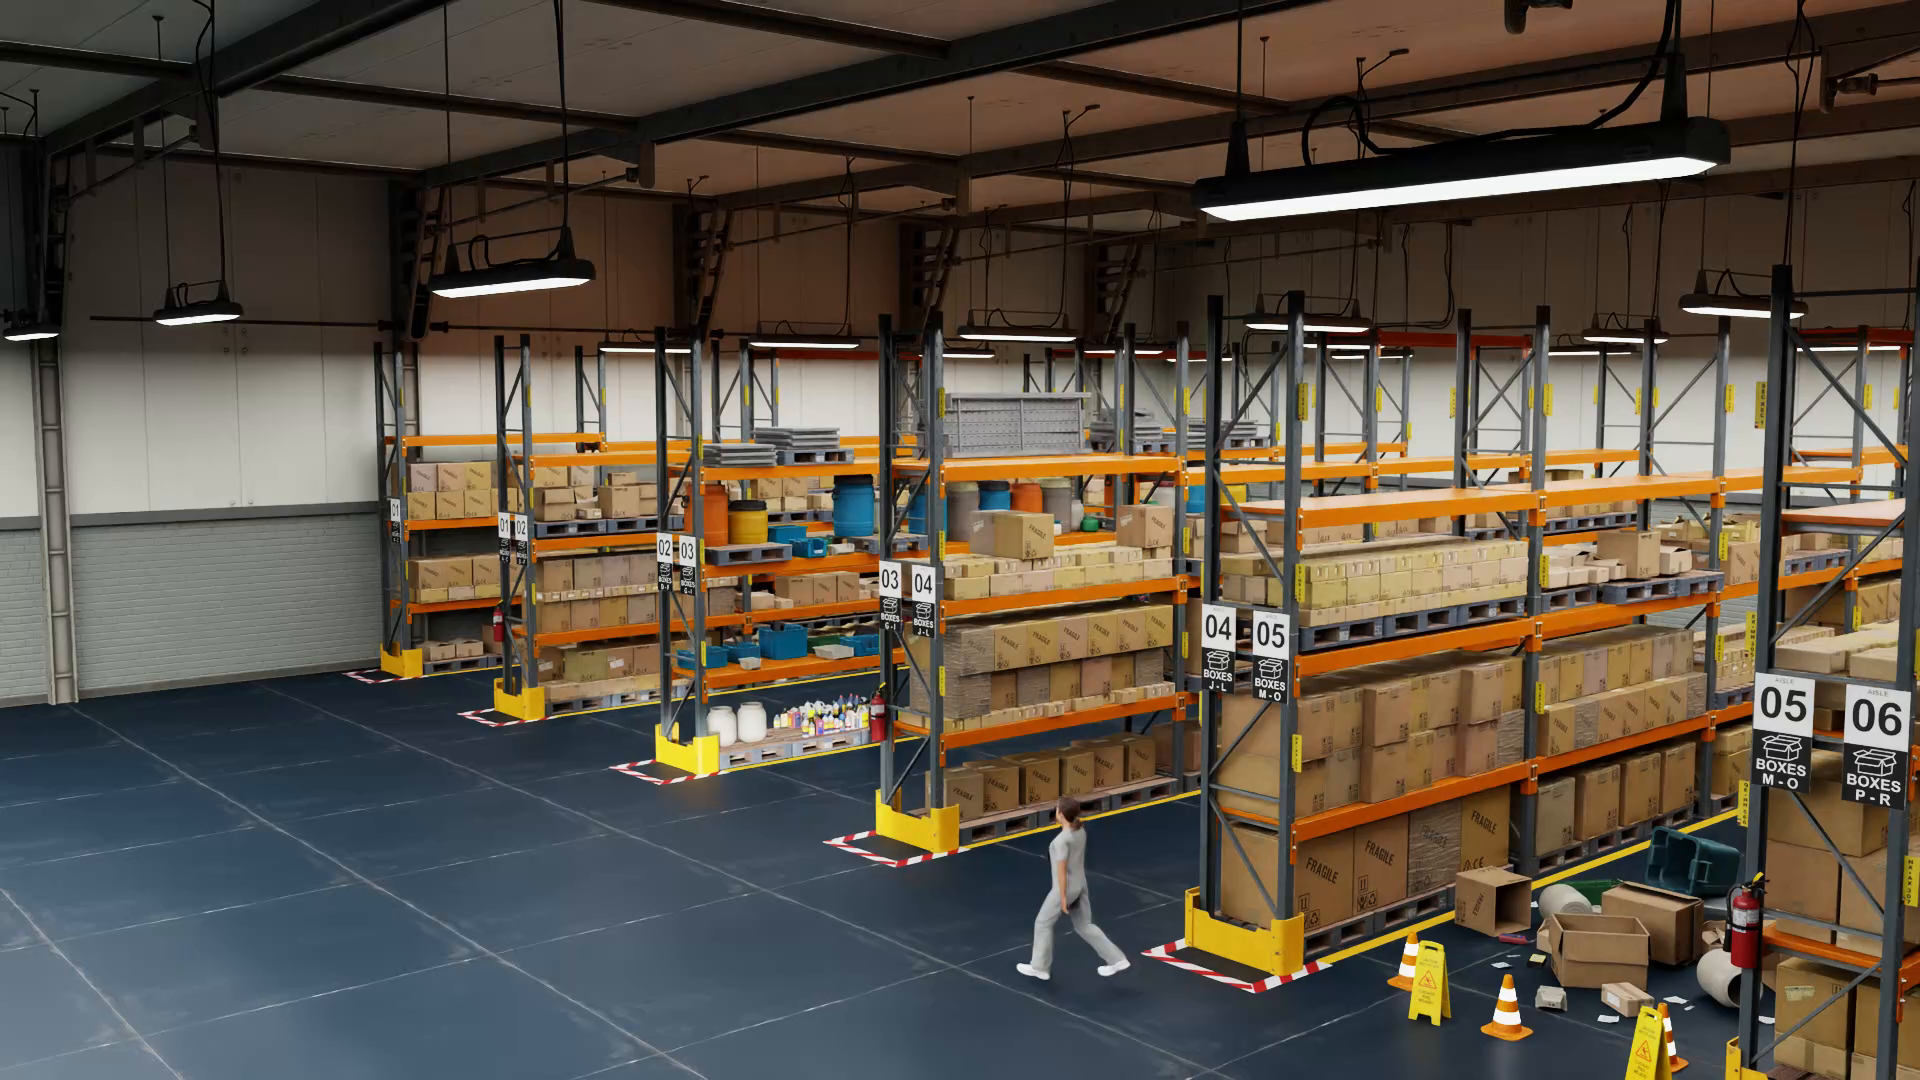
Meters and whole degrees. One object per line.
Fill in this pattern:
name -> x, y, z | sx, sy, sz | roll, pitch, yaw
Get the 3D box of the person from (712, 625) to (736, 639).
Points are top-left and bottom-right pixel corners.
person -> -4.404, 1.557, 30.663 | 0.458, 1.589, 0.964 | 4, 7, 37

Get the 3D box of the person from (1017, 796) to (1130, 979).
person -> 0.978, 3.034, 14.410 | 1.002, 1.624, 0.447 | 3, 6, 26
